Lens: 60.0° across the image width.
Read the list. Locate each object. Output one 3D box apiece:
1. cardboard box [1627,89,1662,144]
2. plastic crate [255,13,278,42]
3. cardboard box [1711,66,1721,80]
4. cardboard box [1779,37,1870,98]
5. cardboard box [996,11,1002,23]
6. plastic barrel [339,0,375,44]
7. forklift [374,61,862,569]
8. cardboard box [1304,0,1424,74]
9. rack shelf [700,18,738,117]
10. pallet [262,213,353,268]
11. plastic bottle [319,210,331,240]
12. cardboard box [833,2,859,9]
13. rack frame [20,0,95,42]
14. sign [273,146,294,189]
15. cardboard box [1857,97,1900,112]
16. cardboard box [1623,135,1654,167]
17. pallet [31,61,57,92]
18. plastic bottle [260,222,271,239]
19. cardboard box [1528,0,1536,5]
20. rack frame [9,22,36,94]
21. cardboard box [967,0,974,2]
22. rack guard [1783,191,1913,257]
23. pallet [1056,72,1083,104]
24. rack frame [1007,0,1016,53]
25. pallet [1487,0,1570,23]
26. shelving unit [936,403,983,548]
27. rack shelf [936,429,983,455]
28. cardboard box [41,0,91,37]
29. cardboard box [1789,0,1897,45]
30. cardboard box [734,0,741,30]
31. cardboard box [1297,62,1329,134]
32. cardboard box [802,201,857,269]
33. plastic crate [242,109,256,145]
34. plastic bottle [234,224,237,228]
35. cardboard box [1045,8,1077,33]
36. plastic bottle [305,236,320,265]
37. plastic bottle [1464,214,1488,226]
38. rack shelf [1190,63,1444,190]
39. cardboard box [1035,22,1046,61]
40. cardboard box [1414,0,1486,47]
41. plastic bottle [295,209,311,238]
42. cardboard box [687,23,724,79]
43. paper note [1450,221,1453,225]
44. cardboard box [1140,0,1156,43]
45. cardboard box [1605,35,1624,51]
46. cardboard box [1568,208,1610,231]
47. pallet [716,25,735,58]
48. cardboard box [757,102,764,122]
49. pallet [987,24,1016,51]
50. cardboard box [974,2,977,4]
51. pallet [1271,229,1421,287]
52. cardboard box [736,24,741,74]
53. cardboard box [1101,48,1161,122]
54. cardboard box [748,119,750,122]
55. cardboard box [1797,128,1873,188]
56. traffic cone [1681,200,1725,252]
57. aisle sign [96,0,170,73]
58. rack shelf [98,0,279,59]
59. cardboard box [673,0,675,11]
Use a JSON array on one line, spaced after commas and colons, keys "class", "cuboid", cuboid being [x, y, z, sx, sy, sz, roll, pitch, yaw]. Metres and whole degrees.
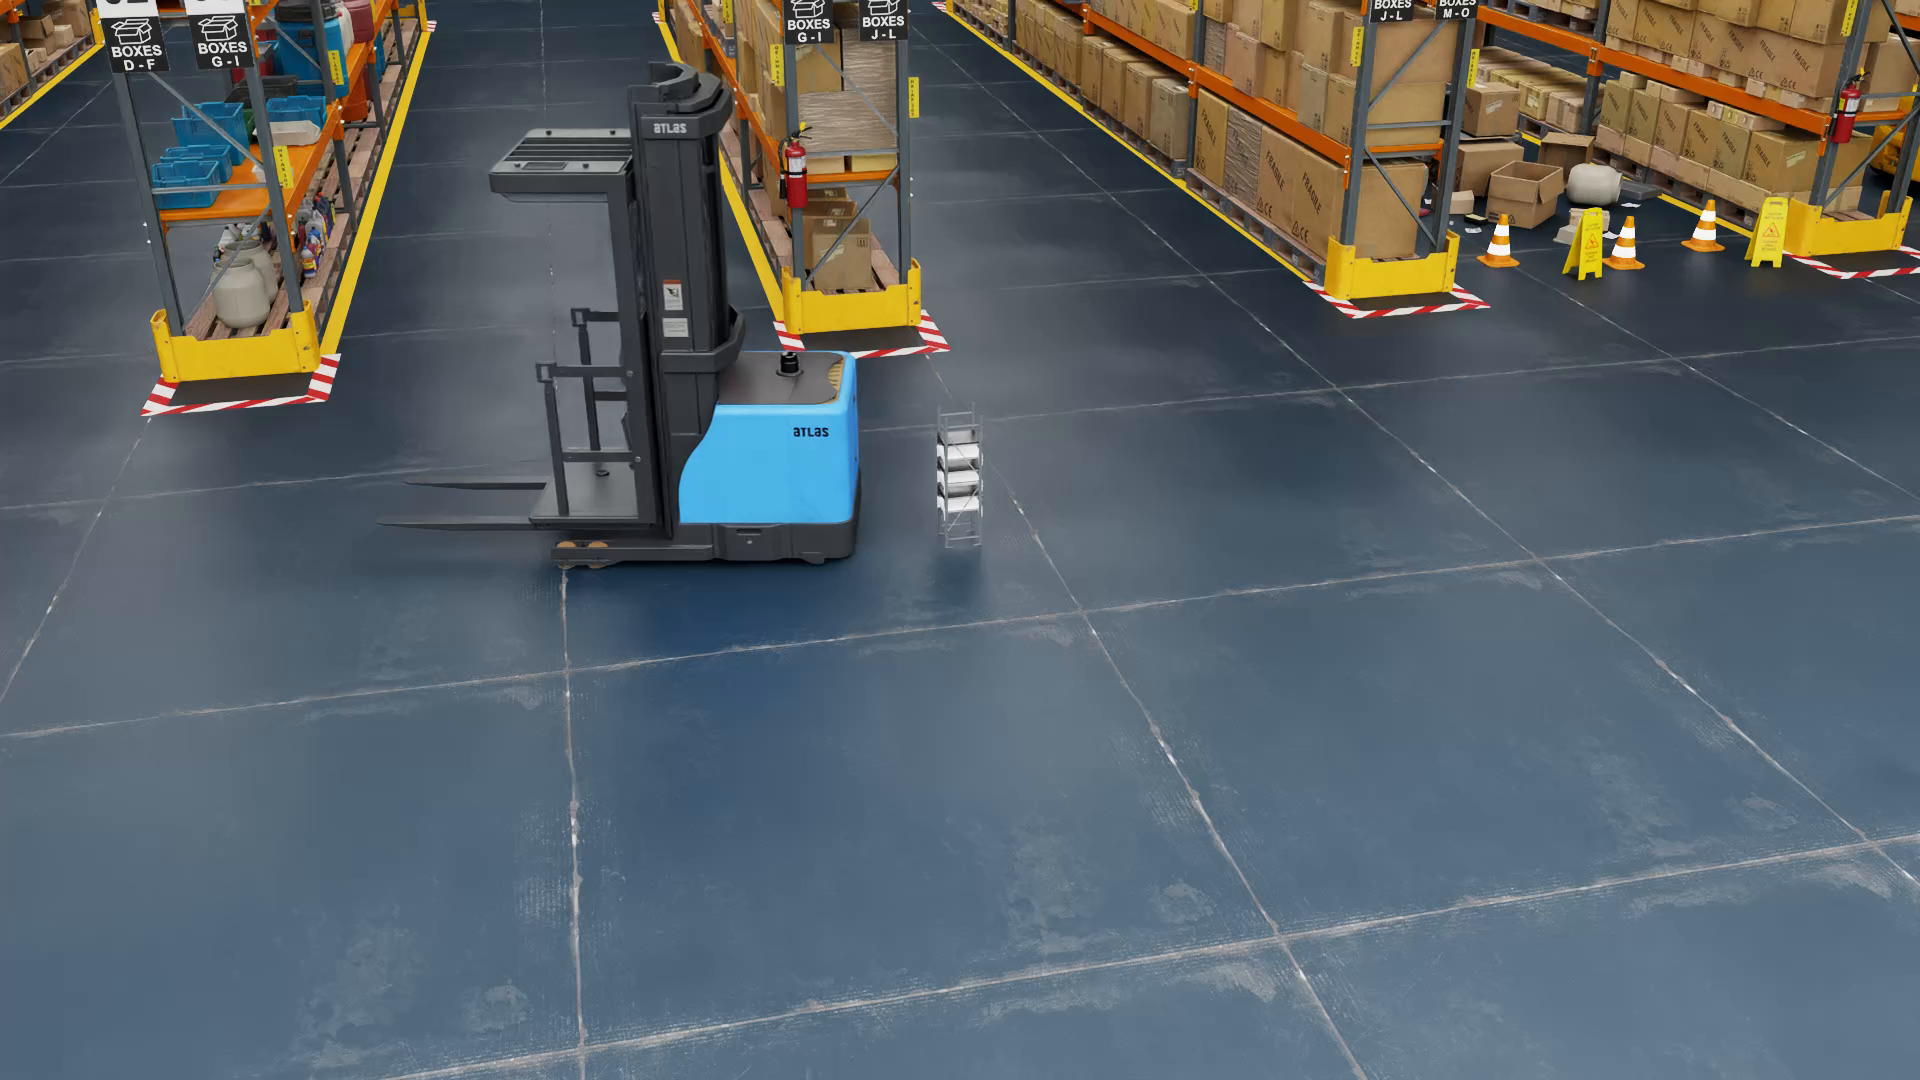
[{"class": "cardboard box", "cuboid": [7.838, -4.730, 18.546, 0.500, 0.500, 0.500, -5, 27, -10]}, {"class": "plastic crate", "cuboid": [-7.480, -5.491, 18.229, 0.402, 0.464, 0.583, -6, 27, -12]}, {"class": "cardboard box", "cuboid": [8.119, -4.903, 17.414, 0.380, 0.149, 0.250, -6, 27, -12]}, {"class": "cardboard box", "cuboid": [8.346, -4.588, 16.069, 0.500, 0.500, 0.500, -6, 27, -13]}, {"class": "cardboard box", "cuboid": [0.779, -8.192, 26.019, 0.380, 0.149, 0.250, -7, 28, -14]}, {"class": "plastic barrel", "cuboid": [-7.147, -6.090, 19.337, 0.600, 0.536, 0.708, -6, 27, -12]}, {"class": "forklift", "cuboid": [-2.178, -1.368, 10.207, 3.031, 2.935, 1.130, 0, 27, 0]}, {"class": "cardboard box", "cuboid": [3.678, -4.601, 15.172, 0.875, 0.550, 0.550, -6, 27, -12]}, {"class": "rack shelf", "cuboid": [-2.270, -5.507, 19.129, 1.077, 0.370, 4.000, -6, 27, -12]}, {"class": "pallet", "cuboid": [-6.534, -2.903, 16.267, 1.003, 0.211, 1.213, -6, 27, -12]}, {"class": "plastic bottle", "cuboid": [-6.098, -3.025, 15.942, 0.061, 0.283, 0.133, -4, 27, -8]}, {"class": "cardboard box", "cuboid": [-0.996, -4.526, 14.838, 0.500, 0.500, 0.500, -6, 27, -12]}, {"class": "rack frame", "cuboid": [-14.176, -9.213, 25.675, 1.000, 3.000, 0.127, -6, 27, -12]}, {"class": "sign", "cuboid": [-5.207, -2.868, 12.796, 0.100, 0.325, 0.005, -6, 27, -12]}, {"class": "cardboard box", "cuboid": [8.862, -4.258, 16.136, 0.380, 0.149, 0.250, -6, 27, -11]}, {"class": "cardboard box", "cuboid": [7.837, -4.396, 18.717, 0.500, 0.250, 0.500, -4, 27, -9]}, {"class": "pallet", "cuboid": [-13.428, -6.514, 23.422, 1.003, 0.211, 1.213, -6, 27, -12]}, {"class": "plastic bottle", "cuboid": [-6.727, -3.079, 15.972, 0.144, 0.351, 0.185, -6, 27, -12]}, {"class": "cardboard box", "cuboid": [7.235, -6.679, 20.465, 0.380, 0.149, 0.250, -6, 27, -12]}, {"class": "rack frame", "cuboid": [-13.275, -7.457, 22.196, 1.000, 3.000, 0.127, -6, 27, -12]}, {"class": "cardboard box", "cuboid": [0.300, -9.120, 27.858, 0.380, 0.149, 0.250, -5, 27, -10]}, {"class": "rack guard", "cuboid": [8.720, -3.117, 16.372, 1.175, 0.500, 0.348, -6, 27, -12]}, {"class": "pallet", "cuboid": [1.960, -6.263, 22.925, 1.003, 0.211, 1.213, -6, 27, -12]}, {"class": "rack frame", "cuboid": [1.233, -8.921, 25.096, 1.000, 3.000, 0.127, -6, 27, -12]}, {"class": "pallet", "cuboid": [7.420, -6.761, 21.030, 1.003, 0.211, 1.213, -6, 27, -12]}, {"class": "shelving unit", "cuboid": [-0.002, -0.405, 10.554, 0.258, 0.900, 0.210, -6, 27, -12]}, {"class": "rack shelf", "cuboid": [-0.002, -0.617, 10.448, 0.258, 0.077, 0.200, -6, 27, -12]}, {"class": "cardboard box", "cuboid": [-13.814, -8.080, 25.716, 0.500, 0.500, 0.500, -6, 27, -12]}, {"class": "cardboard box", "cuboid": [8.409, -5.026, 15.828, 0.700, 0.500, 0.500, -7, 28, -13]}, {"class": "cardboard box", "cuboid": [-1.966, -5.350, 16.470, 0.500, 0.500, 0.500, -6, 27, -12]}, {"class": "cardboard box", "cuboid": [3.664, -4.117, 15.412, 0.875, 0.550, 0.550, -6, 27, -12]}, {"class": "cardboard box", "cuboid": [-1.210, -2.800, 15.277, 0.500, 0.500, 0.500, 1, 27, 2]}, {"class": "plastic crate", "cuboid": [-6.614, -3.728, 15.041, 0.450, 0.188, 0.662, -6, 27, -12]}, {"class": "plastic bottle", "cuboid": [-6.828, -2.874, 15.642, 0.061, 0.283, 0.133, -5, 27, -9]}, {"class": "cardboard box", "cuboid": [1.501, -7.290, 23.341, 0.500, 0.250, 0.500, -5, 27, -10]}, {"class": "plastic bottle", "cuboid": [-5.926, -2.647, 15.205, 0.097, 0.271, 0.097, 0, 27, 0]}, {"class": "plastic bottle", "cuboid": [5.338, -3.335, 17.290, 0.133, 0.061, 0.283, -16, 31, -29]}, {"class": "rack shelf", "cuboid": [3.487, -4.210, 16.560, 1.077, 0.370, 4.000, -6, 27, -12]}, {"class": "cardboard box", "cuboid": [1.393, -7.181, 23.955, 0.500, 0.500, 0.500, -5, 27, -11]}, {"class": "cardboard box", "cuboid": [6.860, -7.263, 23.702, 0.875, 0.875, 0.875, -6, 27, -12]}, {"class": "plastic bottle", "cuboid": [-6.314, -3.063, 16.025, 0.152, 0.276, 0.135, -6, 27, -12]}, {"class": "cardboard box", "cuboid": [-2.856, -6.250, 21.695, 1.225, 0.875, 0.875, -7, 28, -14]}, {"class": "paper note", "cuboid": [5.101, -3.291, 17.259, 0.032, 0.001, 0.123, 8, 28, 15]}, {"class": "cardboard box", "cuboid": [2.430, -6.099, 19.394, 0.500, 0.500, 0.500, -6, 27, -11]}, {"class": "cardboard box", "cuboid": [7.594, -5.673, 18.939, 0.380, 0.149, 0.250, -6, 27, -12]}, {"class": "cardboard box", "cuboid": [6.474, -3.297, 17.118, 0.380, 0.149, 0.250, 8, 28, 15]}, {"class": "pallet", "cuboid": [-2.235, -5.755, 19.036, 1.003, 0.211, 1.213, -6, 27, -12]}, {"class": "cardboard box", "cuboid": [-1.713, -4.055, 15.735, 0.380, 0.149, 0.250, -6, 27, -12]}, {"class": "pallet", "cuboid": [1.047, -7.967, 26.301, 1.003, 0.211, 1.213, -6, 27, -12]}, {"class": "cardboard box", "cuboid": [0.440, -8.889, 27.729, 0.380, 0.149, 0.250, -6, 27, -11]}, {"class": "pallet", "cuboid": [3.681, -2.751, 15.966, 1.003, 0.211, 1.213, -6, 27, -12]}, {"class": "cardboard box", "cuboid": [-1.778, -4.923, 16.734, 0.875, 0.500, 0.500, -6, 27, -12]}, {"class": "cardboard box", "cuboid": [2.384, -5.688, 20.721, 1.050, 0.750, 0.750, -6, 27, -11]}, {"class": "cardboard box", "cuboid": [-2.026, -4.513, 18.649, 0.700, 0.500, 0.500, -6, 27, -12]}, {"class": "cardboard box", "cuboid": [8.819, -3.887, 16.876, 0.500, 0.500, 0.500, -7, 28, -13]}, {"class": "traffic cone", "cuboid": [7.383, -3.125, 16.428, 0.336, 0.463, 0.334, -6, 27, -12]}, {"class": "aisle sign", "cuboid": [-6.017, -3.789, 12.044, 0.394, 0.787, 0.004, -6, 27, -12]}, {"class": "rack shelf", "cuboid": [-6.194, -4.587, 13.978, 1.077, 0.370, 4.000, -6, 27, -12]}, {"class": "cardboard box", "cuboid": [-4.302, -9.184, 27.508, 0.875, 0.875, 0.875, -6, 27, -12]}]
